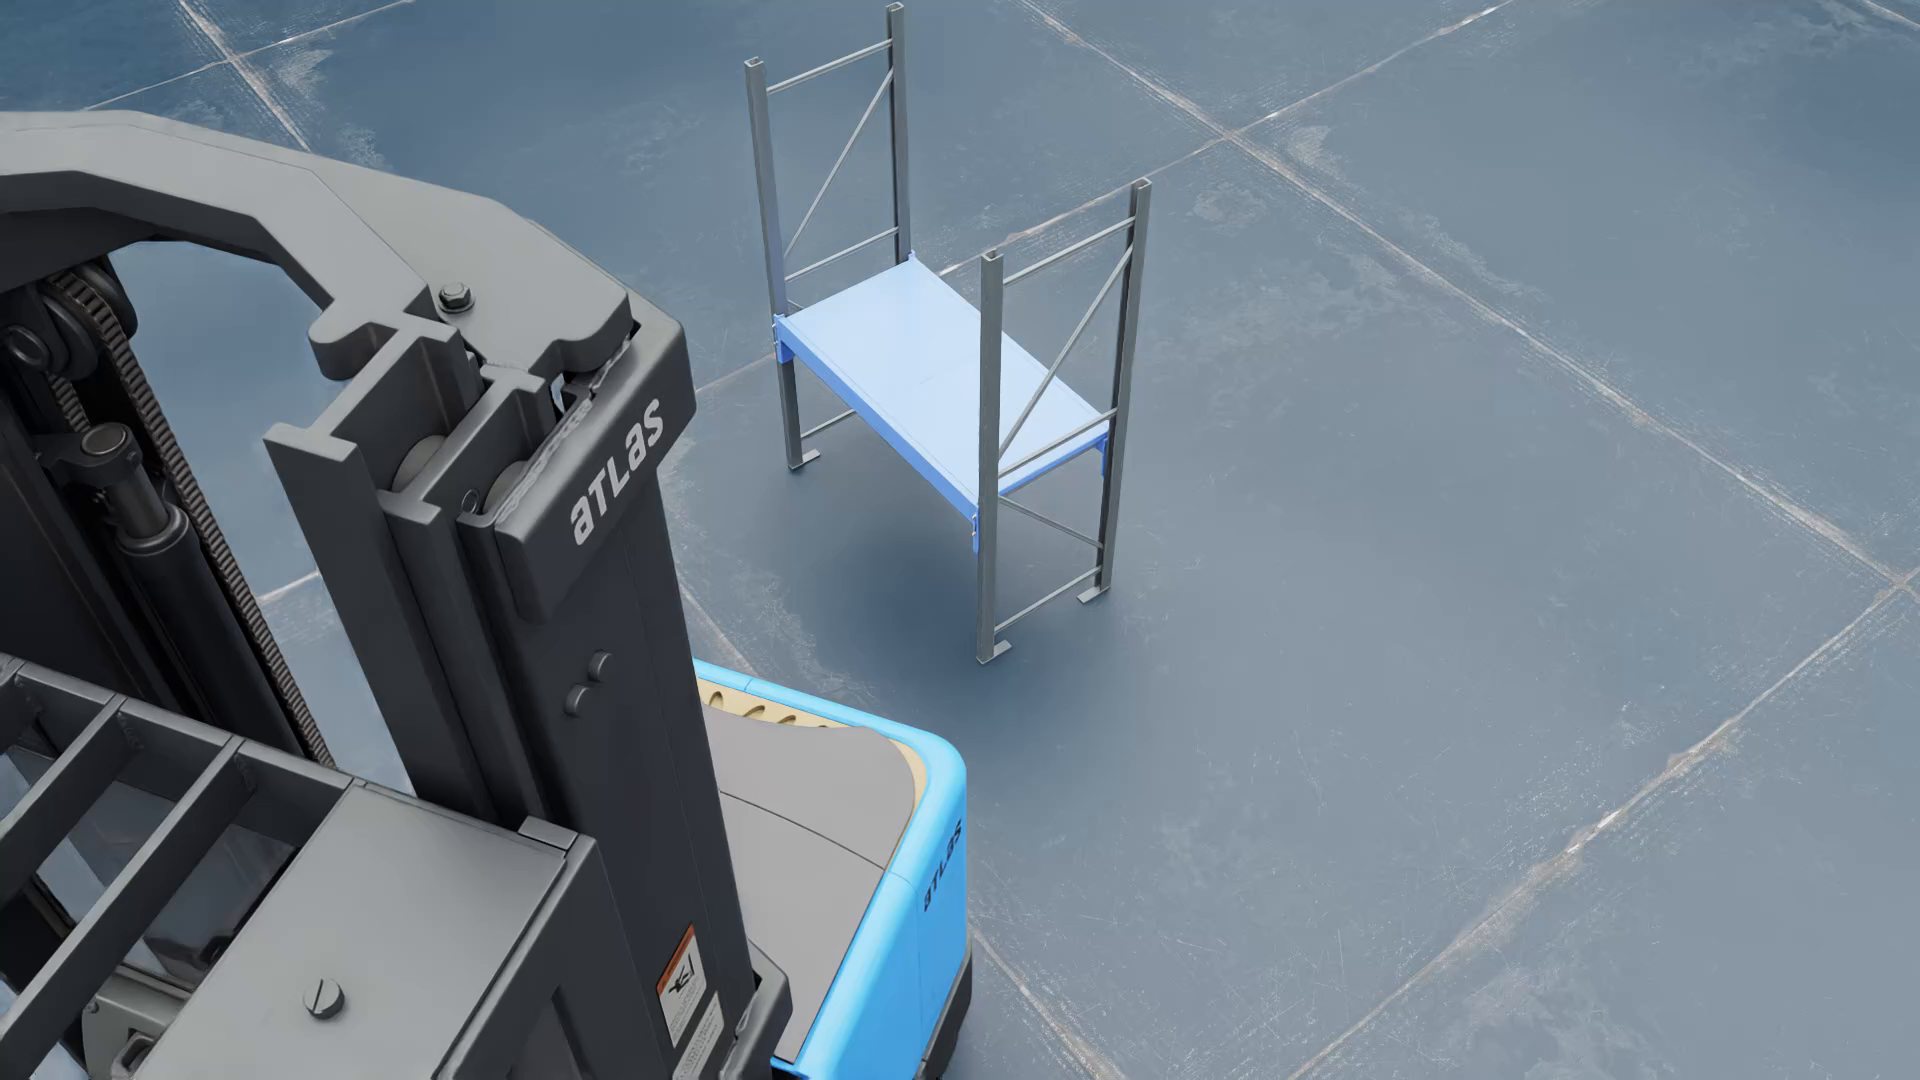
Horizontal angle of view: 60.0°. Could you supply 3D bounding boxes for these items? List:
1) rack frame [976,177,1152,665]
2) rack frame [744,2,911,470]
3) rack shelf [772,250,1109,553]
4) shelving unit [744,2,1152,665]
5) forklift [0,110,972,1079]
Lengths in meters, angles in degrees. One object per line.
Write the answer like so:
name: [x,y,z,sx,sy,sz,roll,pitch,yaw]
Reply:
rack frame: [0.256,-0.254,4.468,0.500,1.500,0.032,-29,54,-24]
rack frame: [-0.359,-0.854,5.012,0.500,1.500,0.032,-29,54,-24]
rack shelf: [-0.052,-0.433,4.873,0.538,0.185,1.000,-29,54,-24]
shelving unit: [-0.052,-0.554,4.740,0.538,1.500,1.048,-29,54,-24]
forklift: [-0.970,1.051,2.319,1.130,2.935,3.031,16,50,14]
